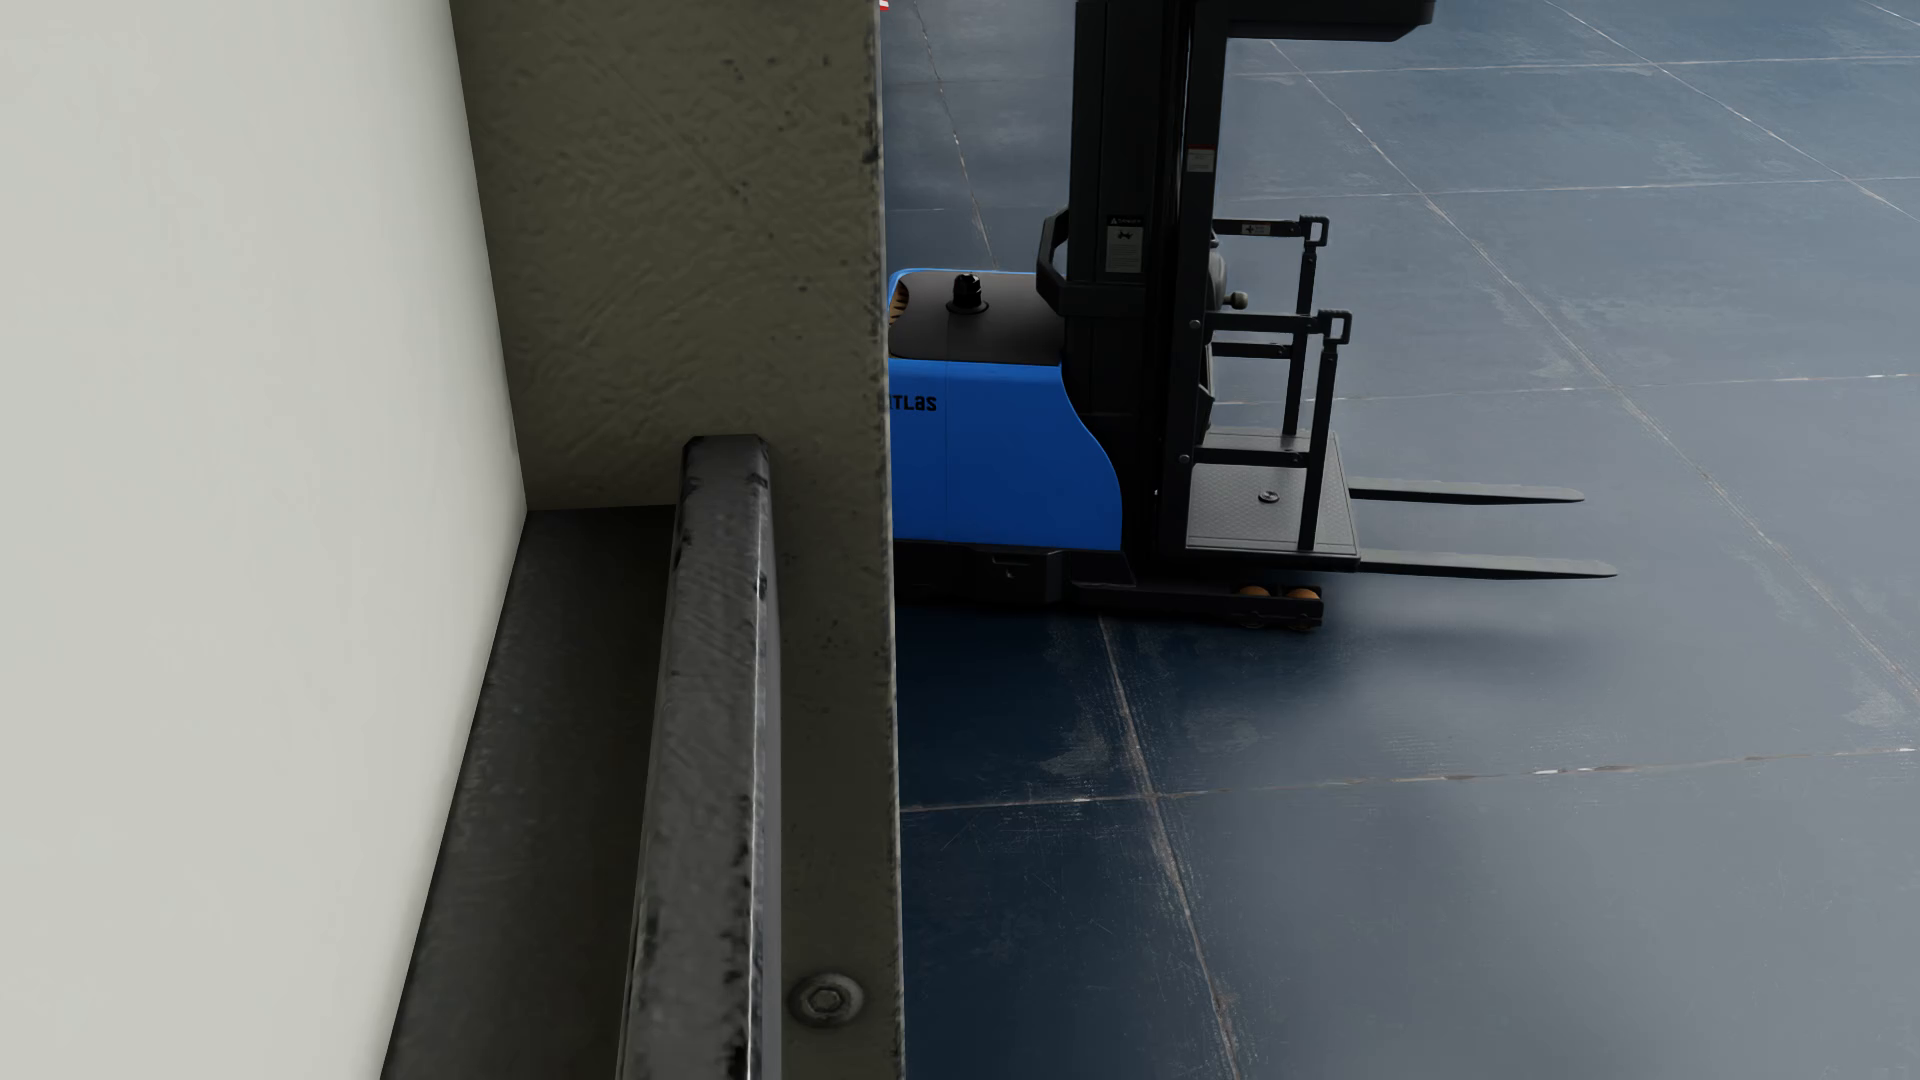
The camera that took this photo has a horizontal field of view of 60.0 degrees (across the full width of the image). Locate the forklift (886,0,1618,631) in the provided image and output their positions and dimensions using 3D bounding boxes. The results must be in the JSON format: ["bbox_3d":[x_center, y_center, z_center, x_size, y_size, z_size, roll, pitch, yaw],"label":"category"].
[{"bbox_3d":[1.138,-1.183,6.372,3.031,2.935,1.130,3,31,5],"label":"forklift"}]
